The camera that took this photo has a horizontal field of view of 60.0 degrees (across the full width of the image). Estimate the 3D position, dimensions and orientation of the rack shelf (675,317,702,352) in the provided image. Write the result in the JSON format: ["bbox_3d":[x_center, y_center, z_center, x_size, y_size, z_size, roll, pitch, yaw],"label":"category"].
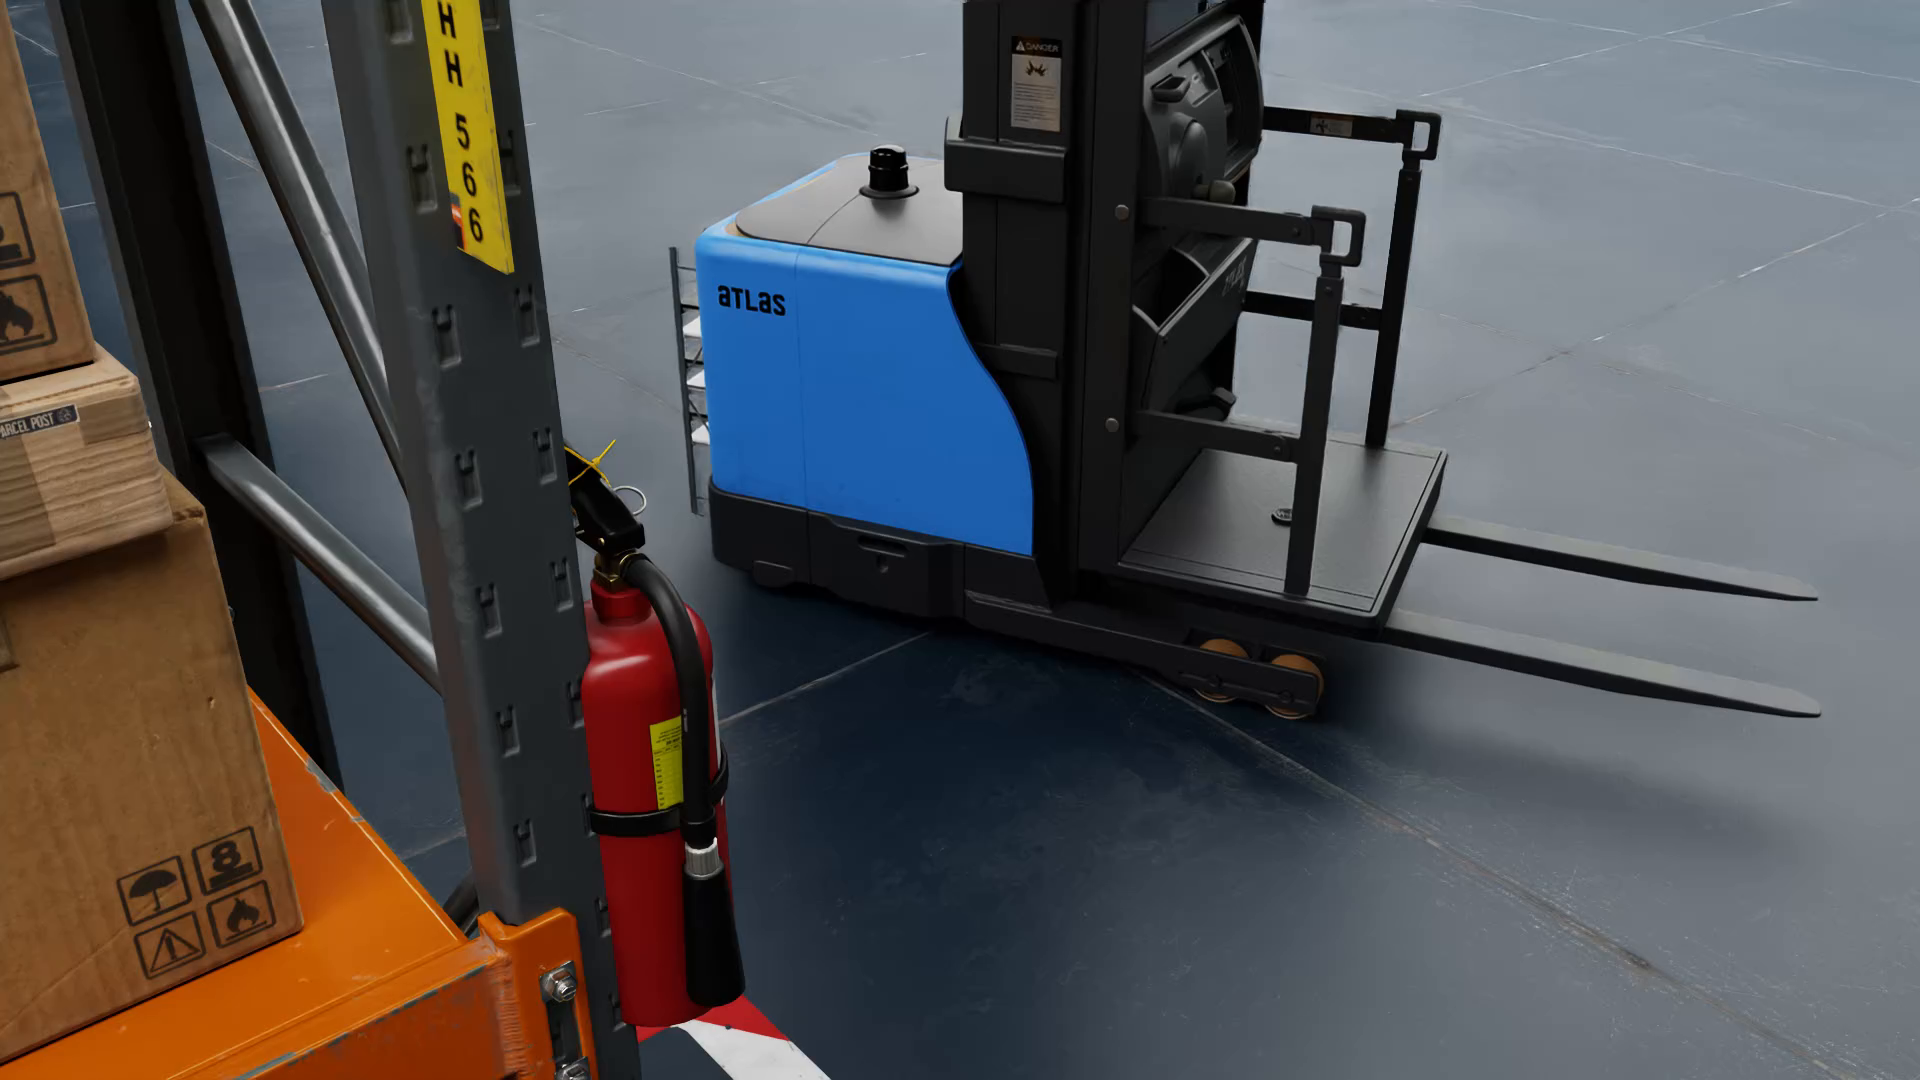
[{"bbox_3d":[-0.722,-0.635,5.172,0.258,0.077,0.200,11,30,20],"label":"rack shelf"}]

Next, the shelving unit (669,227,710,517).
[{"bbox_3d":[-0.722,-0.506,5.241,0.258,0.900,0.210,11,30,20],"label":"shelving unit"}]

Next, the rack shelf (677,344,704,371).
[{"bbox_3d":[-0.722,-0.556,5.215,0.258,0.077,0.200,11,30,20],"label":"rack shelf"}]

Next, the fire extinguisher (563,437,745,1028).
[{"bbox_3d":[-0.340,0.208,1.760,0.183,0.674,0.296,-22,35,-35],"label":"fire extinguisher"}]

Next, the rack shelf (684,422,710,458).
[{"bbox_3d":[-0.722,-0.318,5.342,0.258,0.077,0.200,11,30,20],"label":"rack shelf"}]

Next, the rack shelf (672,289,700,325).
[{"bbox_3d":[-0.722,-0.714,5.130,0.258,0.077,0.200,11,30,20],"label":"rack shelf"}]

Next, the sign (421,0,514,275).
[{"bbox_3d":[-0.390,-0.373,1.285,0.005,0.325,0.100,-22,35,-35],"label":"sign"}]

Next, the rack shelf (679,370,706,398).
[{"bbox_3d":[-0.722,-0.476,5.257,0.258,0.077,0.200,11,30,20],"label":"rack shelf"}]

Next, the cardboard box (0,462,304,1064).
[{"bbox_3d":[-1.095,0.138,1.703,0.500,0.500,0.700,-22,35,-35],"label":"cardboard box"}]

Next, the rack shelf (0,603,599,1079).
[{"bbox_3d":[-2.253,0.973,1.010,4.000,0.370,1.077,-22,35,-35],"label":"rack shelf"}]

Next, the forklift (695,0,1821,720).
[{"bbox_3d":[0.816,-1.107,4.212,3.031,2.935,1.130,12,30,21],"label":"forklift"}]

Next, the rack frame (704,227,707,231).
[{"bbox_3d":[-0.683,-0.550,5.324,0.240,0.900,0.006,11,30,20],"label":"rack frame"}]

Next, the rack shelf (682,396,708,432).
[{"bbox_3d":[-0.722,-0.397,5.300,0.258,0.077,0.200,11,30,20],"label":"rack shelf"}]

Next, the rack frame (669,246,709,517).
[{"bbox_3d":[-0.761,-0.461,5.159,0.240,0.900,0.006,11,30,20],"label":"rack frame"}]

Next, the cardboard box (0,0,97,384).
[{"bbox_3d":[-1.135,-0.418,1.367,0.500,0.500,0.700,-22,35,-35],"label":"cardboard box"}]

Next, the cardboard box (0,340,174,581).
[{"bbox_3d":[-0.899,-0.101,1.463,0.250,0.149,0.380,-23,35,-36],"label":"cardboard box"}]
